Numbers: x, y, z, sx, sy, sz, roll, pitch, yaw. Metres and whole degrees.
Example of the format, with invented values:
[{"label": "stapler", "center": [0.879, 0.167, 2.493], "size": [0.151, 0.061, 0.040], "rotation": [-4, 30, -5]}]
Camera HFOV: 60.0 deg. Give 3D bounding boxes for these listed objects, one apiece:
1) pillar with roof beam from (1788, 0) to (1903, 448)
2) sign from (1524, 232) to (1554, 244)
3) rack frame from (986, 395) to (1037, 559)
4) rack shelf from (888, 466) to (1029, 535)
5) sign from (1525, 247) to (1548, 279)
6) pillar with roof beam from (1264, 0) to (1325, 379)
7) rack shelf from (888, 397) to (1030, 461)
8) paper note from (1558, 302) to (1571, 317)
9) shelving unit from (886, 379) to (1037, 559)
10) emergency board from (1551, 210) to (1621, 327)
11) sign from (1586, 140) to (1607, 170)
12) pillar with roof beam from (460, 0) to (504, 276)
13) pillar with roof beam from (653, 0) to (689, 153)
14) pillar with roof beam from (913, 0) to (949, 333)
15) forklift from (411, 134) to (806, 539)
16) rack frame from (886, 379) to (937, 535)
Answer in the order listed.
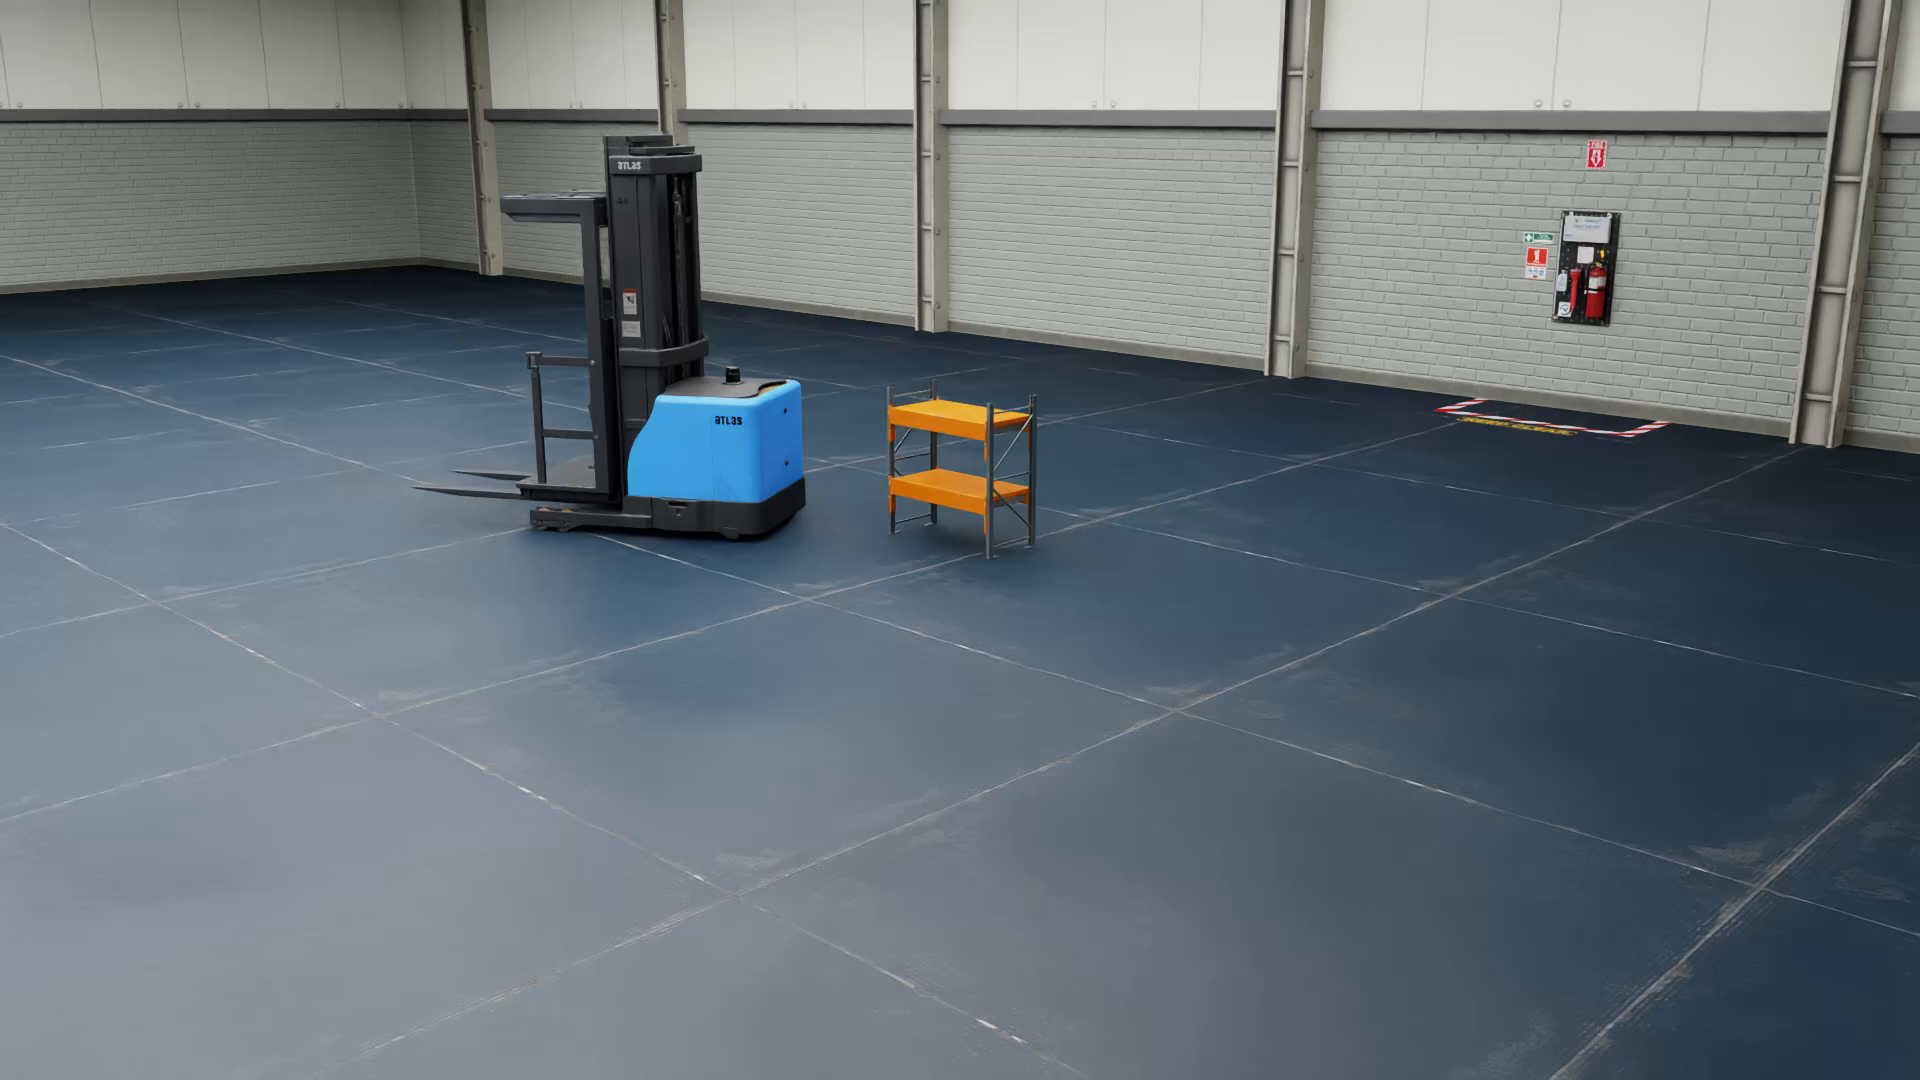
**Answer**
[{"label": "pillar with roof beam", "center": [5.245, -4.504, 11.872], "size": [0.400, 9.000, 9.100], "rotation": [14, 20, 42]}, {"label": "sign", "center": [6.151, -3.209, 17.676], "size": [0.331, 0.109, 0.001], "rotation": [14, 20, 42]}, {"label": "rack frame", "center": [0.371, -0.454, 11.944], "size": [0.032, 1.125, 0.500], "rotation": [14, 20, 42]}, {"label": "rack shelf", "center": [0.005, -0.307, 12.347], "size": [1.000, 0.278, 0.538], "rotation": [14, 20, 42]}, {"label": "sign", "center": [6.154, -2.955, 17.752], "size": [0.234, 0.329, 0.001], "rotation": [14, 20, 42]}, {"label": "pillar with roof beam", "center": [0.925, -5.554, 15.902], "size": [0.400, 9.000, 9.100], "rotation": [14, 20, 42]}, {"label": "rack shelf", "center": [0.005, -0.826, 12.212], "size": [1.000, 0.278, 0.538], "rotation": [14, 20, 42]}, {"label": "paper note", "center": [6.401, -2.439, 17.592], "size": [0.142, 0.148, 0.016], "rotation": [14, 20, 42]}, {"label": "shelving unit", "center": [0.005, -0.543, 12.286], "size": [1.048, 1.125, 0.538], "rotation": [14, 20, 42]}, {"label": "emergency board", "center": [6.480, -2.822, 17.314], "size": [0.643, 1.169, 0.194], "rotation": [14, 20, 42]}, {"label": "sign", "center": [6.544, -3.963, 17.096], "size": [0.199, 0.298, 0.001], "rotation": [14, 20, 42]}, {"label": "pillar with roof beam", "center": [-12.032, -8.705, 27.992], "size": [0.400, 9.000, 9.100], "rotation": [14, 20, 42]}, {"label": "pillar with roof beam", "center": [-7.713, -7.654, 23.962], "size": [0.400, 9.000, 9.100], "rotation": [14, 20, 42]}, {"label": "pillar with roof beam", "center": [-3.394, -6.604, 19.932], "size": [0.400, 9.000, 9.100], "rotation": [14, 20, 42]}, {"label": "forklift", "center": [-2.799, -1.607, 12.788], "size": [3.031, 2.935, 1.130], "rotation": [4, 15, 14]}, {"label": "rack frame", "center": [-0.361, -0.632, 12.627], "size": [0.032, 1.125, 0.500], "rotation": [14, 20, 42]}]
